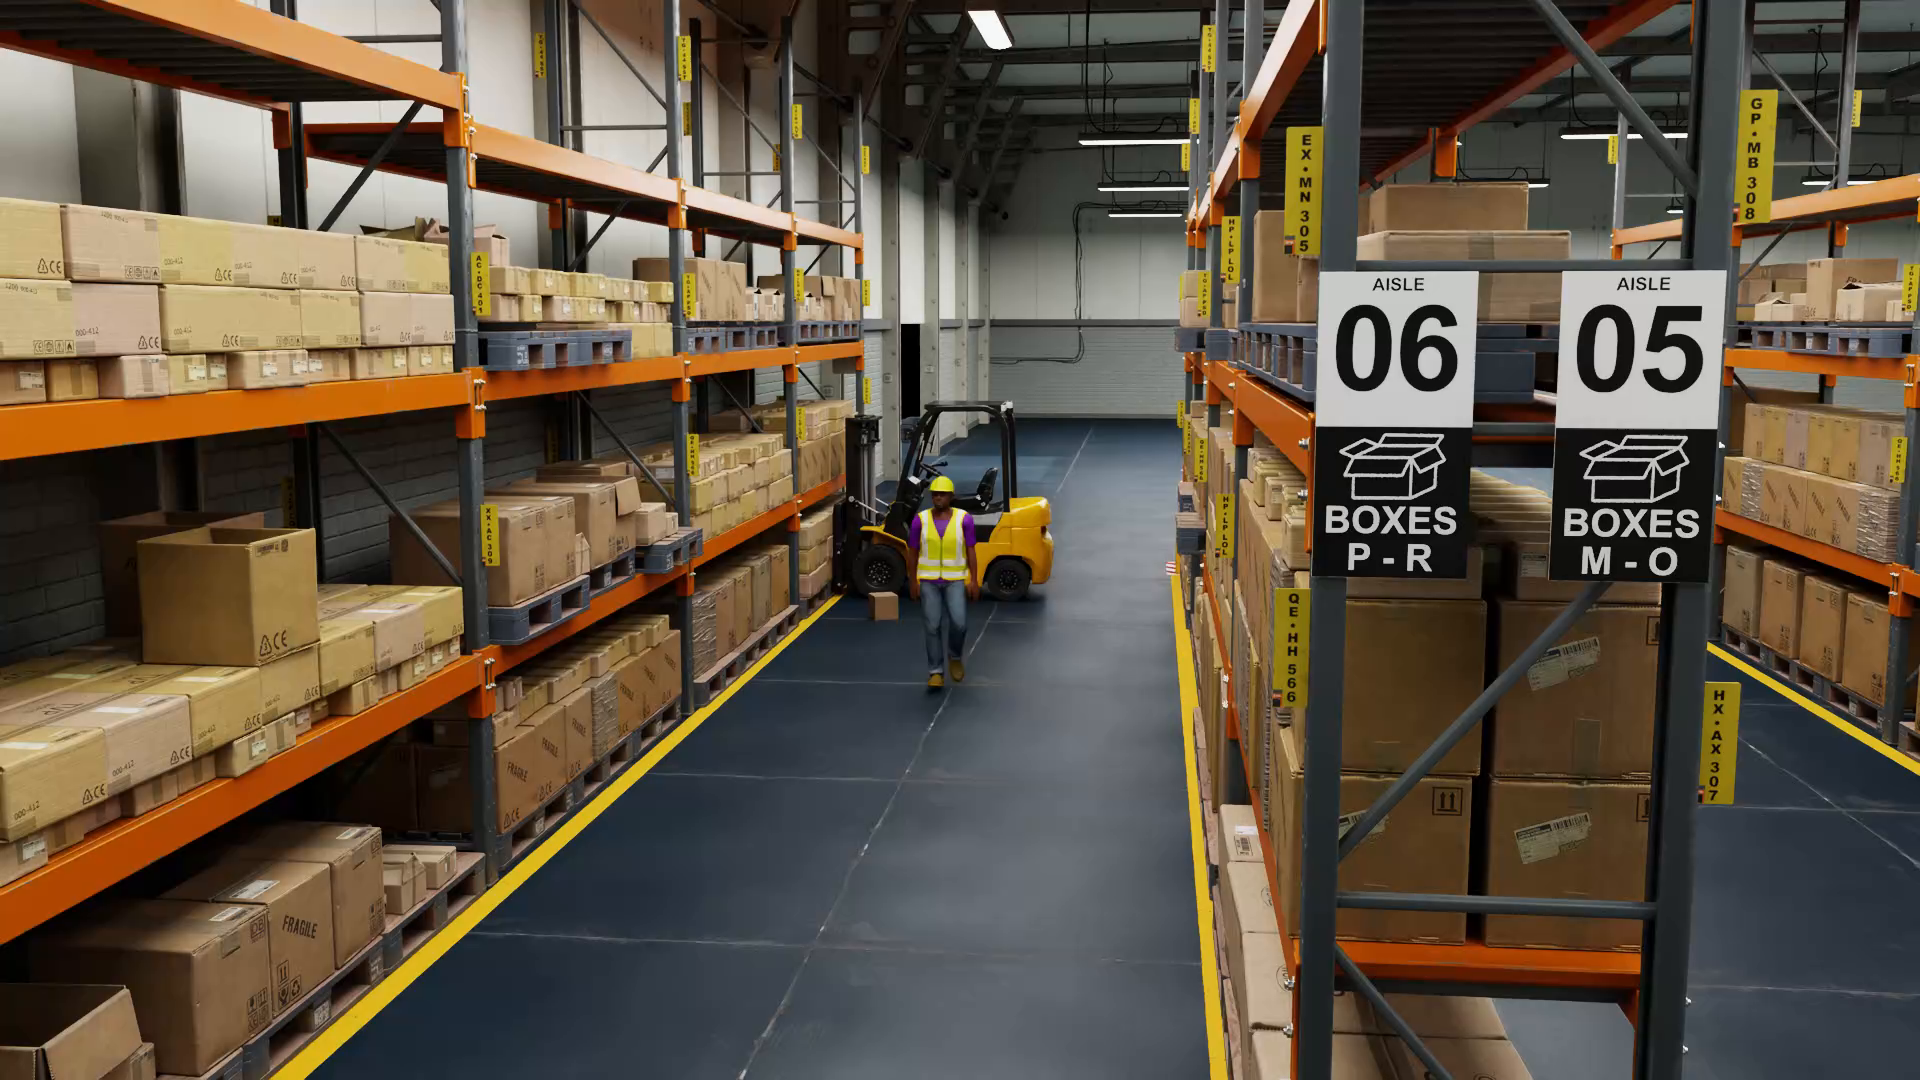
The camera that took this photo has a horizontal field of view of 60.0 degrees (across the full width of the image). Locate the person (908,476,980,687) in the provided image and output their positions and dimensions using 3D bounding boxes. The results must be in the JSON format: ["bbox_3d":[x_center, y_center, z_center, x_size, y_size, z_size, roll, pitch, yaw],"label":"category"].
[{"bbox_3d":[-0.140,0.344,13.864,0.602,1.756,0.483,1,8,4],"label":"person"}]
